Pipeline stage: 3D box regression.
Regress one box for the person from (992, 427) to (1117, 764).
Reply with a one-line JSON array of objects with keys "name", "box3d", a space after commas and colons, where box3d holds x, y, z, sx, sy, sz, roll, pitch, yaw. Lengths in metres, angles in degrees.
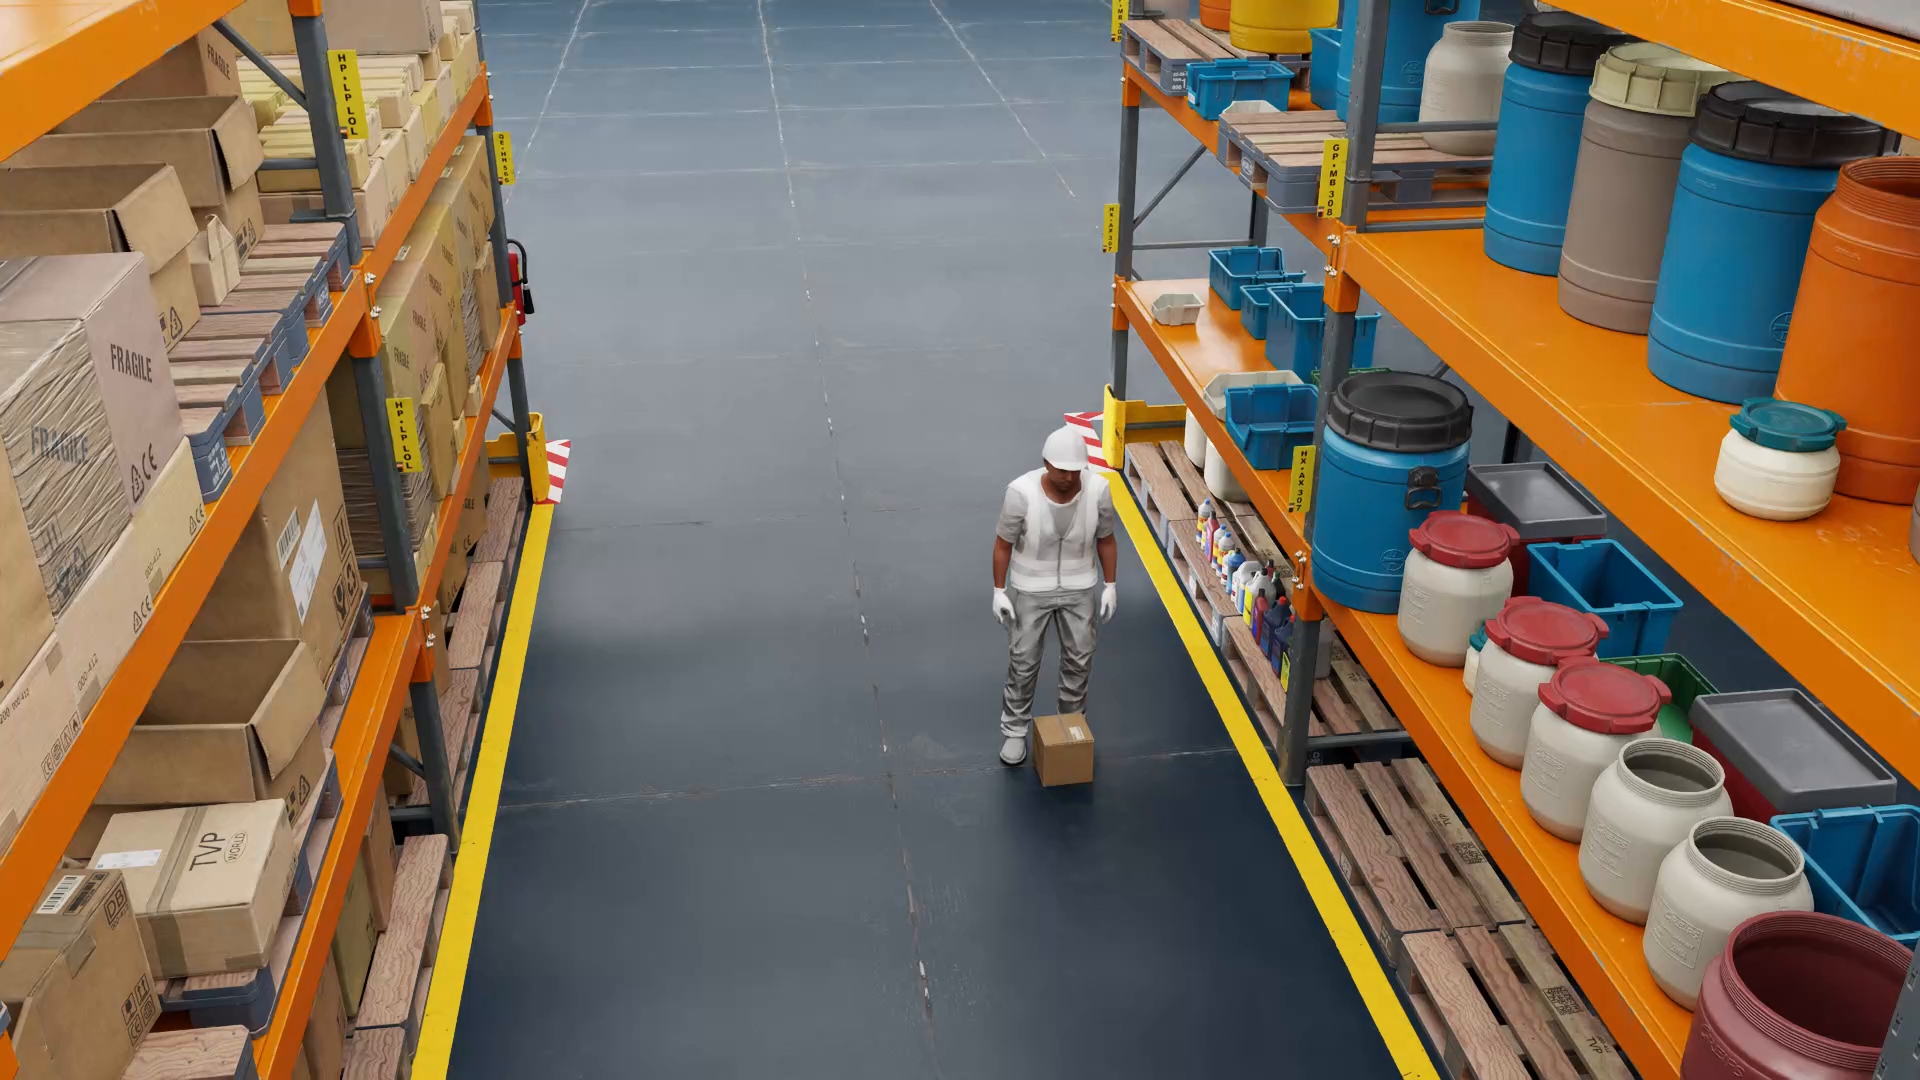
[{"name": "person", "box3d": [0.460, 0.257, 8.099, 0.618, 1.774, 0.447, -3, 27, -7]}]
